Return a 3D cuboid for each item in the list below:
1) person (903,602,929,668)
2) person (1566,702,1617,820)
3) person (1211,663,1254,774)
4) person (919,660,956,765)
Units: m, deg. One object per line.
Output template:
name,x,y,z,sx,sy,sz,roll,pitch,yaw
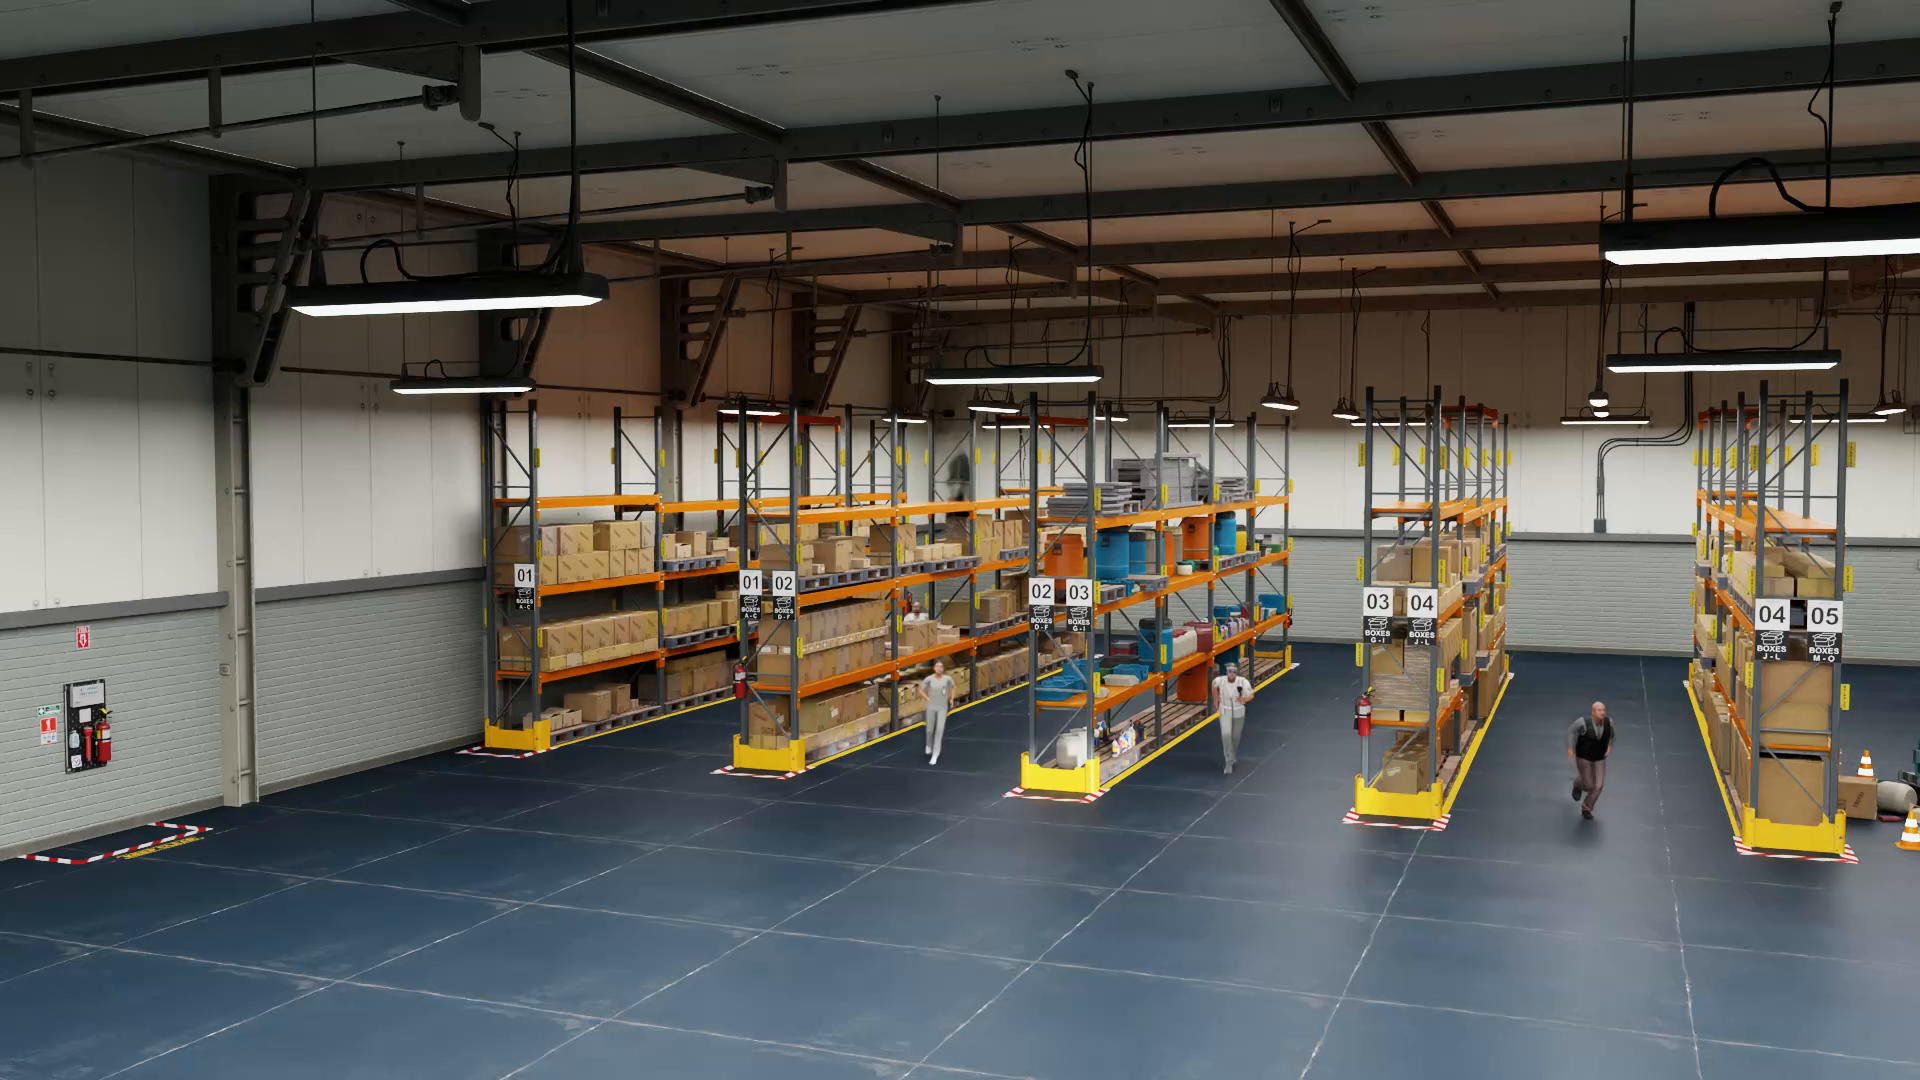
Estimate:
person,-0.954,2.284,36.793,0.696,1.828,0.917,1,3,14
person,8.781,3.053,23.170,0.650,1.658,0.747,0,3,-6
person,4.382,2.829,26.760,0.658,1.800,0.975,0,3,5
person,-0.373,2.802,27.445,0.606,1.666,0.974,0,3,0
